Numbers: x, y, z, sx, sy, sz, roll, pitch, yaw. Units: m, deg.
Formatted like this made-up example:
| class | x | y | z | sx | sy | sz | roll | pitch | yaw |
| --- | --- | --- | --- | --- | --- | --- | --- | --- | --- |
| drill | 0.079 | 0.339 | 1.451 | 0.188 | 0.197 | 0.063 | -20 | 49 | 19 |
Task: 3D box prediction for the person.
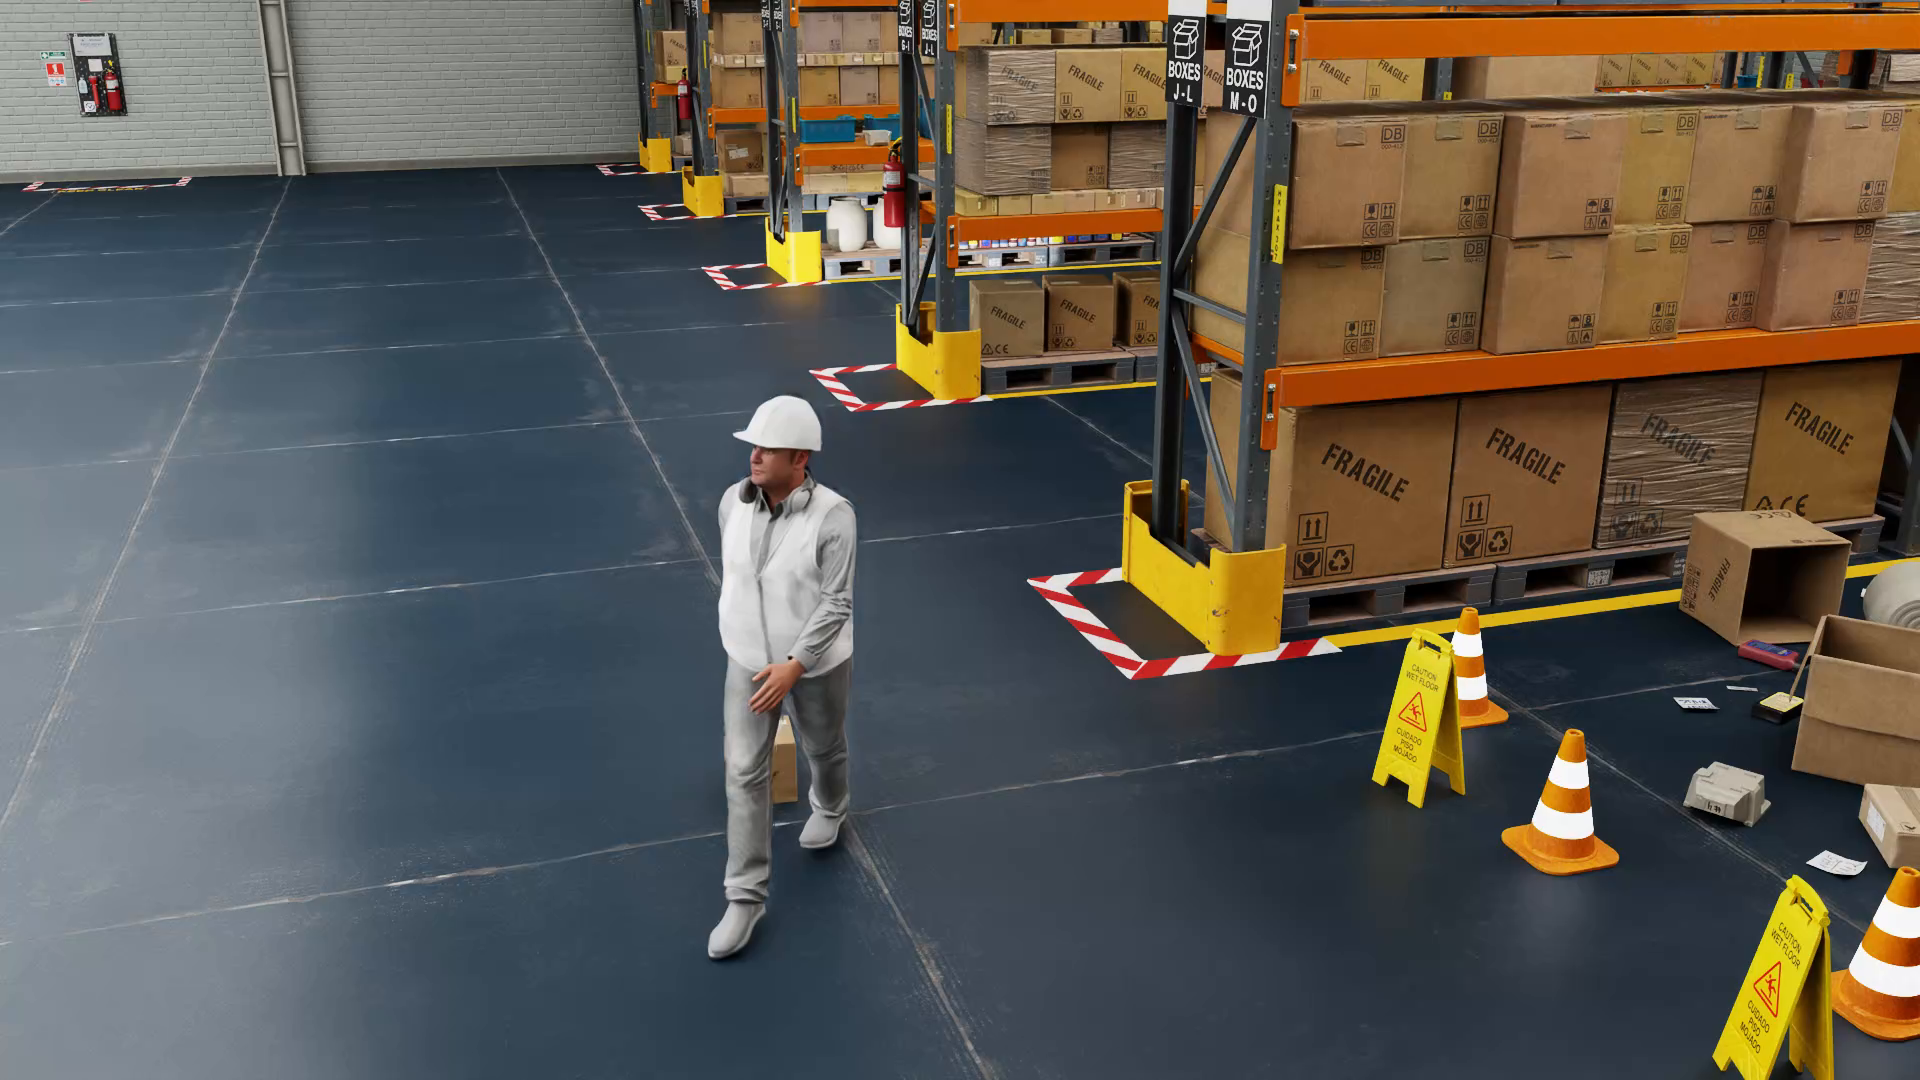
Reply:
| class | x | y | z | sx | sy | sz | roll | pitch | yaw |
| --- | --- | --- | --- | --- | --- | --- | --- | --- | --- |
| person | -0.574 | 0.374 | 5.437 | 0.516 | 1.726 | 0.994 | 4 | 19 | 11 |
